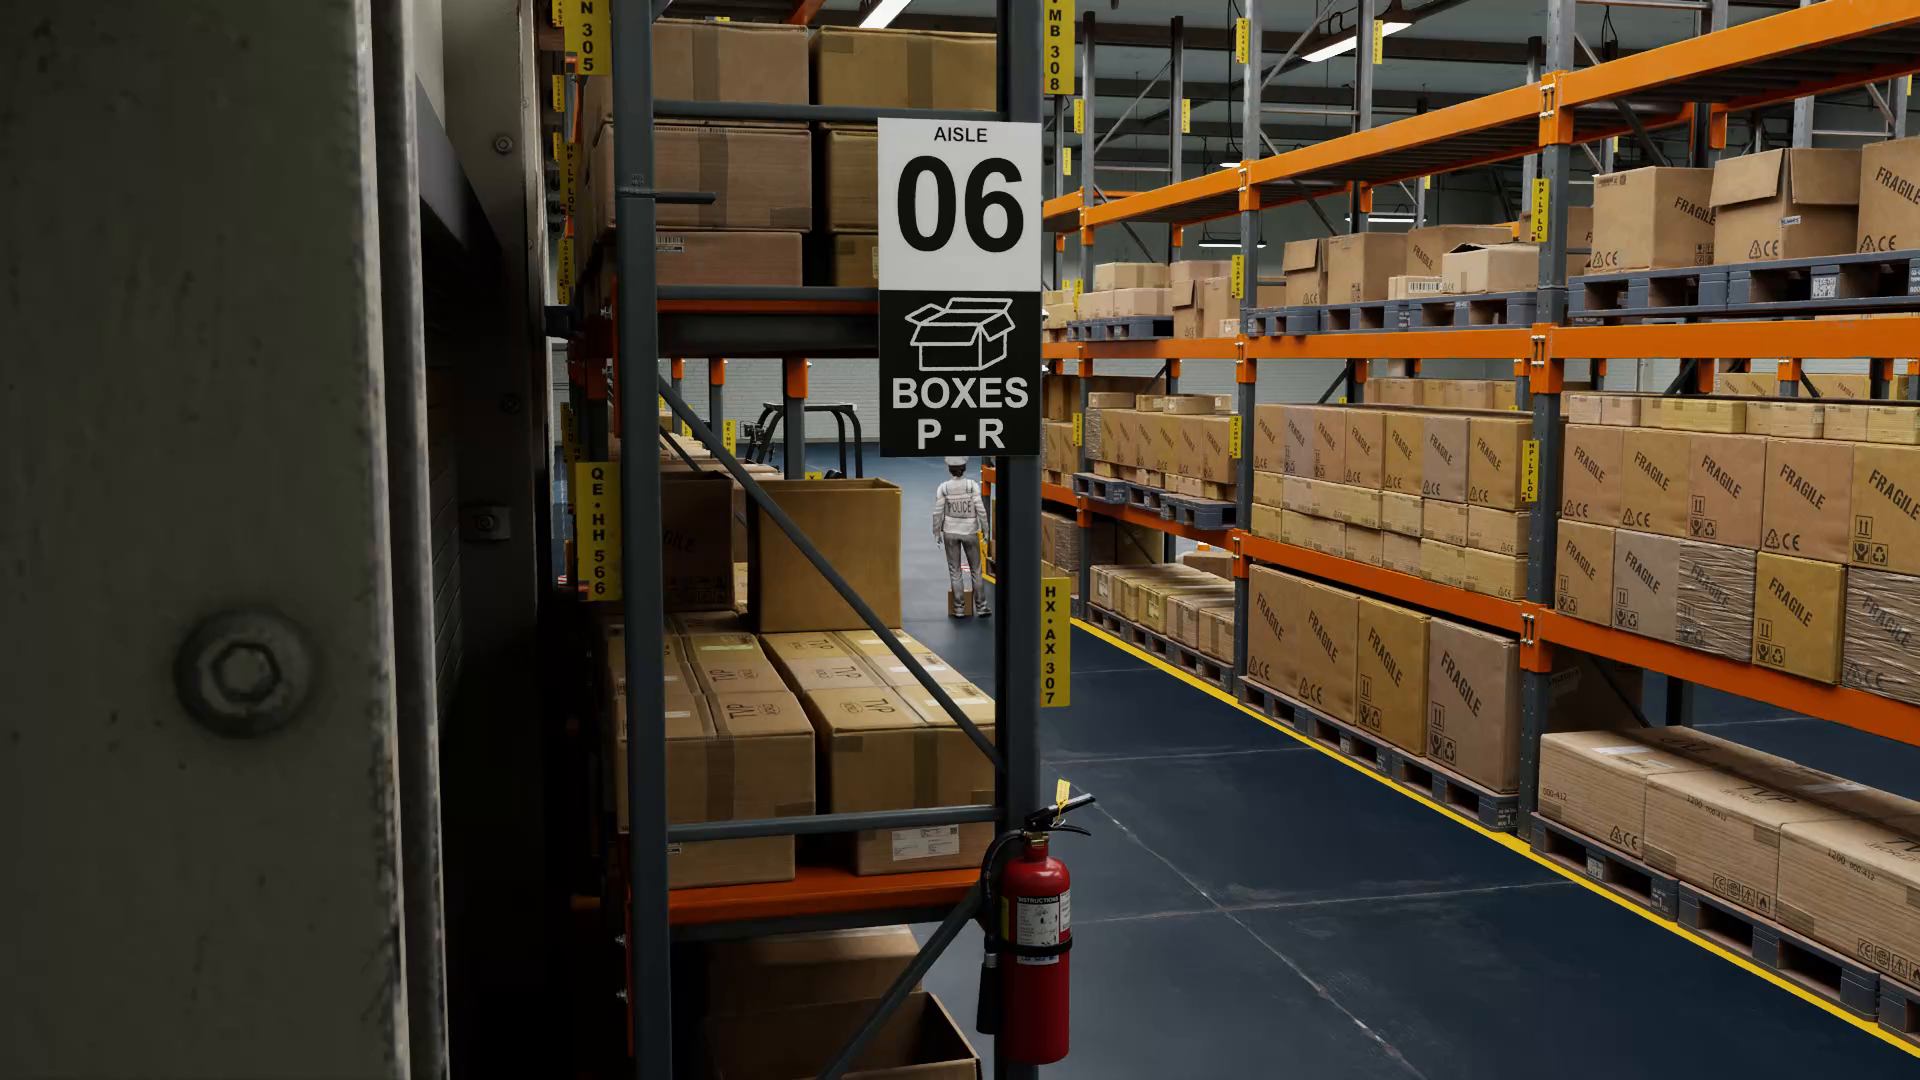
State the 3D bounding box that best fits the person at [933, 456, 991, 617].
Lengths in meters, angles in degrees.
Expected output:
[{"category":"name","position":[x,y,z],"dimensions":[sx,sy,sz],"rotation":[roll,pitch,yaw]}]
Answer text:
[{"category":"person","position":[0.022,-0.062,17.009],"dimensions":[0.577,1.696,0.531],"rotation":[1,6,5]}]
